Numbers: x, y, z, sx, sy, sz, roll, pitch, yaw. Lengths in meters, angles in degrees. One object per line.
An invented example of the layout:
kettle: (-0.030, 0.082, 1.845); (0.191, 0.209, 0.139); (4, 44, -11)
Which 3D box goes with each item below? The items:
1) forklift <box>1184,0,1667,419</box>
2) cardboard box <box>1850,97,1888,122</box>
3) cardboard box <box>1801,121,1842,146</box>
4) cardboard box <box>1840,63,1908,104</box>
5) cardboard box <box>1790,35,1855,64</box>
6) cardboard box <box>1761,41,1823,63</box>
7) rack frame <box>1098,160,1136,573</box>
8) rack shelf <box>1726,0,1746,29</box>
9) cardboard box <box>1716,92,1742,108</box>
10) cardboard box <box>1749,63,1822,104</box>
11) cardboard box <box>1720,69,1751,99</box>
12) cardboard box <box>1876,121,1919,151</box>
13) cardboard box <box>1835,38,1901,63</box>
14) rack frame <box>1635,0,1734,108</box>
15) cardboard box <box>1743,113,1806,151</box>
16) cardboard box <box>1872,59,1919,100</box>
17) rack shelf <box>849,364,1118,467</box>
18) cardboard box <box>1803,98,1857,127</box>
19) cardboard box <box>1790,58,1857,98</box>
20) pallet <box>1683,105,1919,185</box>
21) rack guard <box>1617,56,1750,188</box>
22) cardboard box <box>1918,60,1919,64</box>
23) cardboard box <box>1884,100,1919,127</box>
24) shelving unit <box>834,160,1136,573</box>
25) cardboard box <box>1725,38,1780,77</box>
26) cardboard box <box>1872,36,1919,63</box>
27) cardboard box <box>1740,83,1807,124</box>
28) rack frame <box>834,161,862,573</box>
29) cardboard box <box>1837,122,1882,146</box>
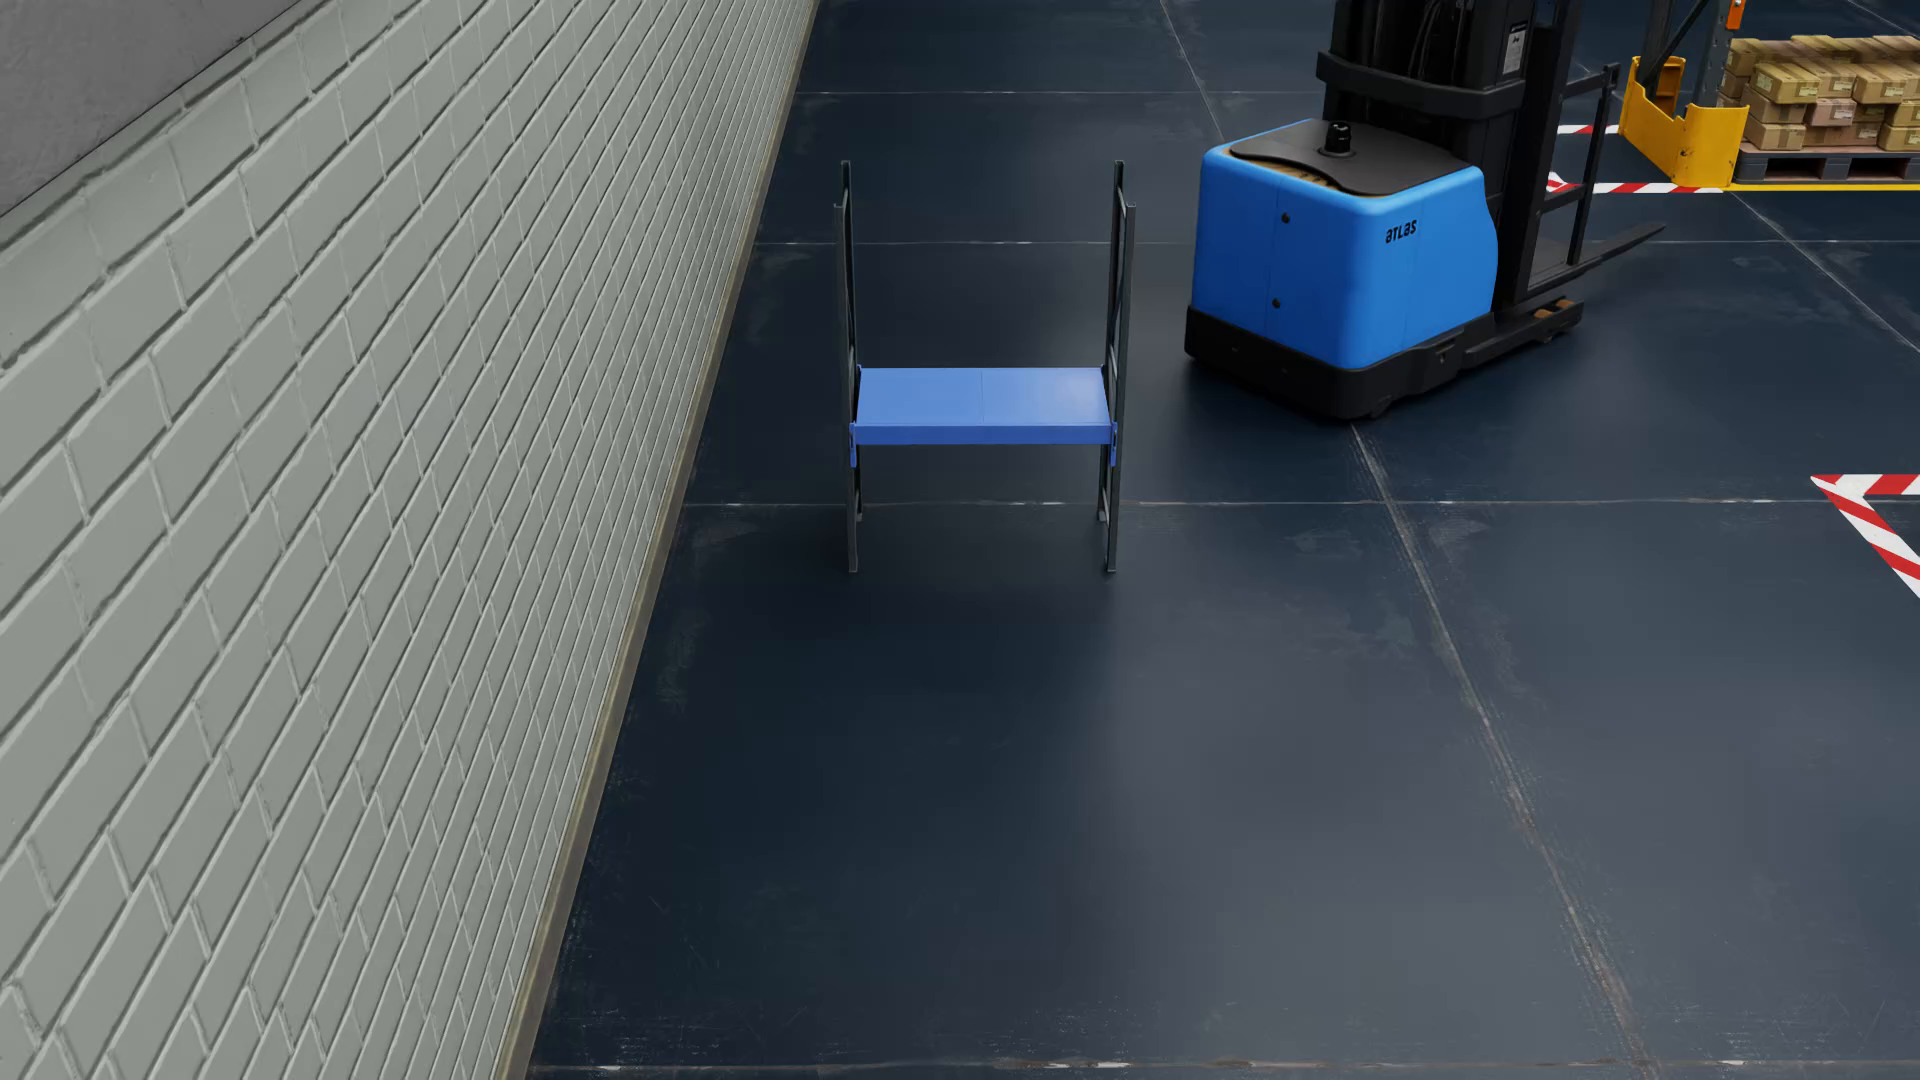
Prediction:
forklift: (2.546, -2.433, 7.934); (3.031, 2.935, 1.130); (-24, 39, -34)
cardboard box: (5.618, -2.758, 10.460); (0.250, 0.149, 0.380); (0, 31, 0)
cardboard box: (5.361, -2.623, 10.525); (0.250, 0.149, 0.380); (0, 31, 0)
cardboard box: (5.628, -2.821, 10.278); (0.250, 0.149, 0.380); (0, 31, 0)
cardboard box: (5.612, -3.169, 10.852); (0.250, 0.149, 0.380); (-1, 31, -1)
cardboard box: (5.354, -3.102, 10.742); (0.250, 0.149, 0.380); (0, 31, 1)
rack frame: (0.594, -0.643, 6.364); (0.032, 1.500, 0.500); (0, 31, 0)
rack shelf: (6.574, -3.482, 10.291); (4.000, 0.370, 1.077); (0, 31, 0)
cardboard box: (5.100, -2.854, 10.905); (0.250, 0.149, 0.380); (0, 31, 1)
cardboard box: (5.100, -2.824, 10.282); (0.250, 0.149, 0.380); (-2, 31, -3)
cardboard box: (5.100, -3.021, 10.894); (0.250, 0.149, 0.380); (-1, 31, -2)
cardboard box: (5.866, -2.571, 10.439); (0.250, 0.149, 0.380); (0, 31, 0)
cardboard box: (5.871, -3.137, 10.799); (0.250, 0.149, 0.380); (-1, 31, -2)
rack frame: (4.574, -3.783, 10.094); (0.127, 3.000, 1.000); (0, 31, 0)
cardboard box: (5.100, -2.580, 10.453); (0.250, 0.149, 0.380); (0, 31, 1)
cardboard box: (5.876, -2.865, 10.350); (0.250, 0.149, 0.380); (-2, 31, -3)
rack shelf: (0.085, -0.488, 6.455); (1.000, 0.185, 0.538); (0, 31, 0)
cardboard box: (5.374, -2.711, 10.384); (0.250, 0.149, 0.380); (0, 31, -1)
cardboard box: (5.375, -2.887, 10.386); (0.250, 0.149, 0.380); (0, 31, 1)
pallet: (5.463, -2.575, 10.791); (1.213, 0.211, 1.003); (0, 31, 0)
rack guard: (4.650, -2.715, 10.742); (0.348, 0.500, 1.175); (0, 31, 0)
cardboard box: (6.153, -2.861, 10.344); (0.250, 0.149, 0.380); (1, 31, 2)
cardboard box: (5.875, -2.702, 10.369); (0.250, 0.149, 0.380); (1, 31, 1)
shelving unit: (0.085, -0.641, 6.361); (1.048, 1.500, 0.538); (0, 31, 0)
cardboard box: (5.102, -3.131, 10.789); (0.250, 0.149, 0.380); (0, 31, 0)
cardboard box: (6.140, -3.167, 10.848); (0.250, 0.149, 0.380); (1, 31, 2)
cardboard box: (5.100, -2.740, 10.430); (0.250, 0.149, 0.380); (1, 31, 2)
rack frame: (-0.423, -0.640, 6.359); (0.032, 1.500, 0.500); (0, 31, 0)
cardboard box: (5.610, -2.627, 10.532); (0.250, 0.149, 0.380); (0, 31, 0)
